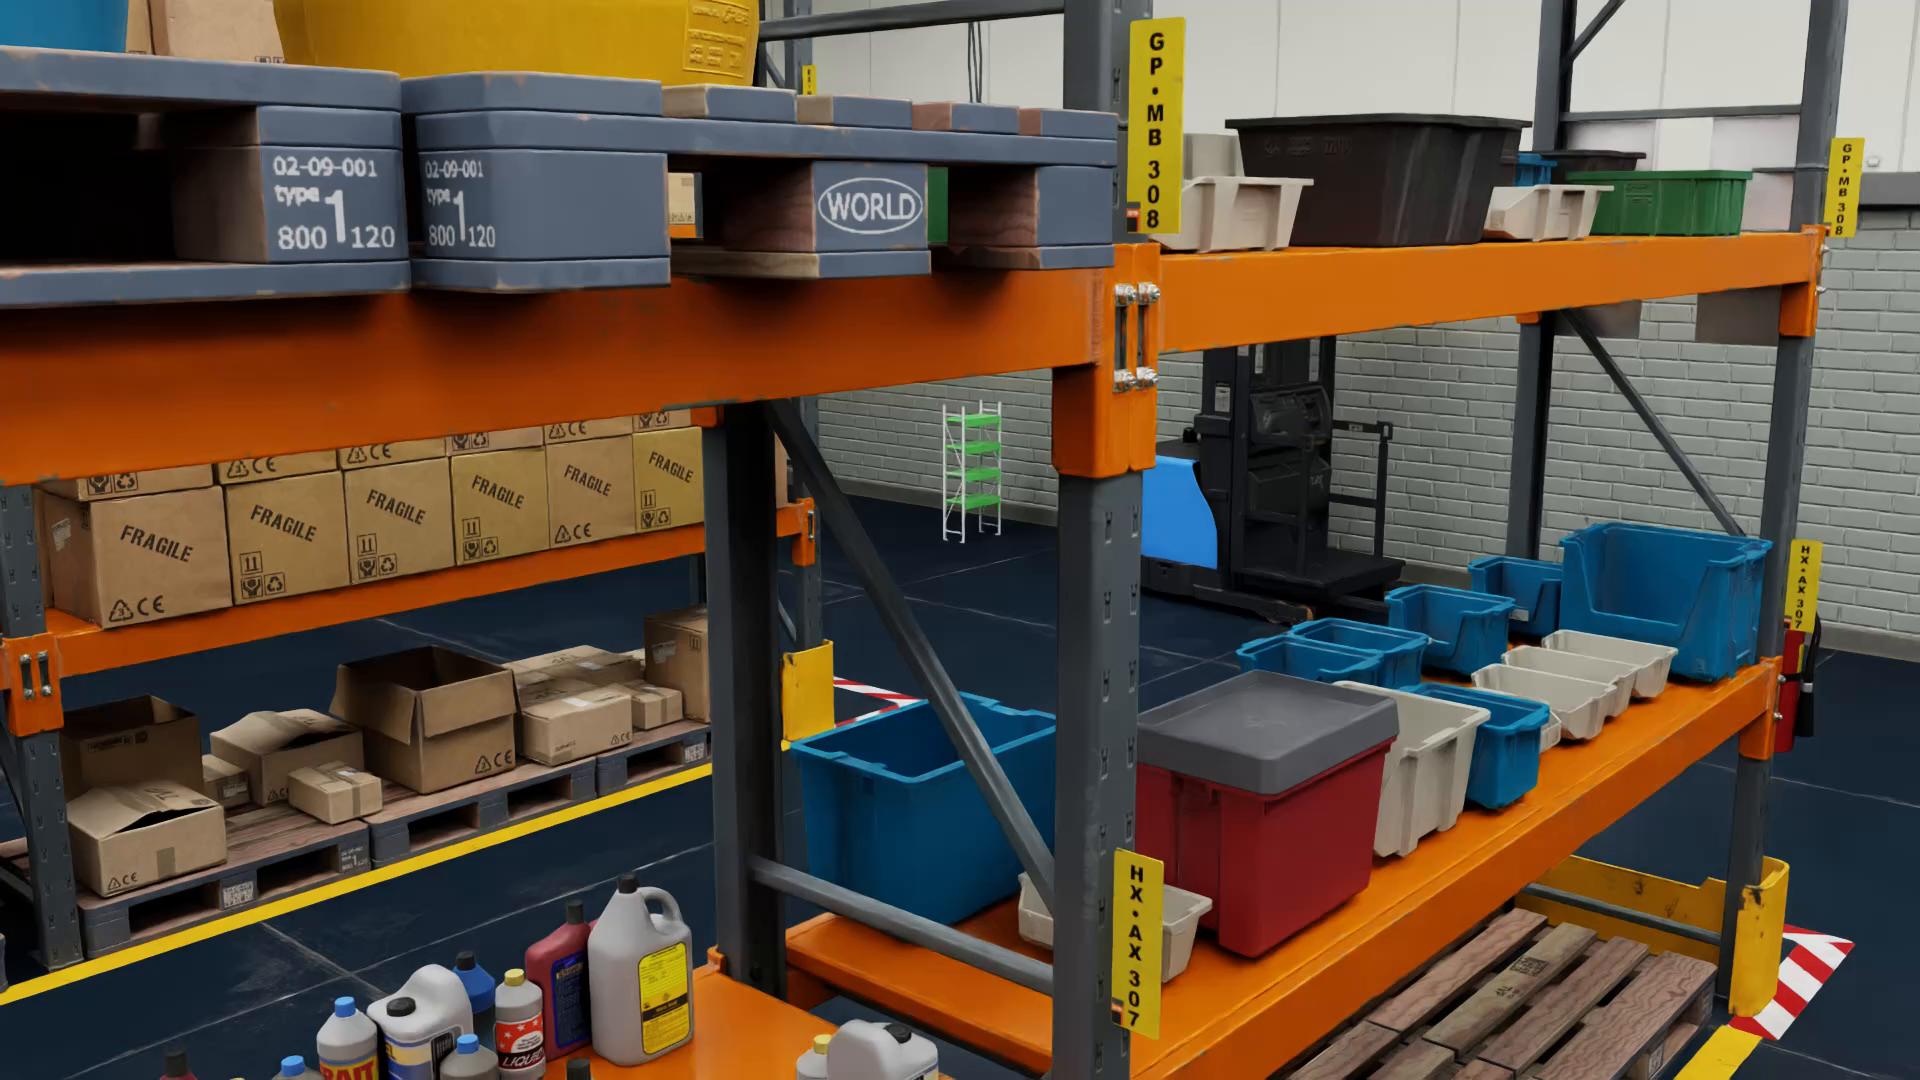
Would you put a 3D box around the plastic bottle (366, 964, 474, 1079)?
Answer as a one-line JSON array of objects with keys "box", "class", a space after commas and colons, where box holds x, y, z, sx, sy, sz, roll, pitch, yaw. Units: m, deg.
[{"box": [-0.940, 0.893, 2.896, 0.152, 0.276, 0.135, 10, 15, 40], "class": "plastic bottle"}]

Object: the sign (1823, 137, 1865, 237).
[{"box": [2.957, -1.179, 5.567, 0.100, 0.325, 0.005, 10, 15, 40], "class": "sign"}]

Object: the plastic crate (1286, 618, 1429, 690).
[{"box": [1.254, 0.412, 5.266, 0.416, 0.233, 0.300, 10, 15, 40], "class": "plastic crate"}]

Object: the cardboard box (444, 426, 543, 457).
[{"box": [-2.283, -0.681, 7.654, 0.500, 0.500, 0.500, 10, 15, 42], "class": "cardboard box"}]

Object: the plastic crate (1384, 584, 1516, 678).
[{"box": [1.689, 0.315, 5.751, 0.416, 0.233, 0.300, 10, 15, 40], "class": "plastic crate"}]

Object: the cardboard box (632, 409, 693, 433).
[{"box": [-1.605, -0.833, 8.417, 0.500, 0.500, 0.500, 10, 15, 42], "class": "cardboard box"}]

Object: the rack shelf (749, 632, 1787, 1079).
[{"box": [1.213, 0.818, 4.792, 1.077, 0.370, 4.000, 10, 15, 40], "class": "rack shelf"}]

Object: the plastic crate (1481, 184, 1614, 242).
[{"box": [1.356, -0.834, 4.244, 0.437, 0.136, 0.530, 10, 15, 40], "class": "plastic crate"}]

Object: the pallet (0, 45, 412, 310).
[{"box": [-1.298, -0.323, 1.495, 1.003, 0.211, 1.213, 10, 15, 40], "class": "pallet"}]

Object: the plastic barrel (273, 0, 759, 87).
[{"box": [-0.557, -0.849, 2.091, 0.600, 0.588, 0.600, 0, 11, 0], "class": "plastic barrel"}]

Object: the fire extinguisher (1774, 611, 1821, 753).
[{"box": [2.974, 0.429, 6.056, 0.296, 0.674, 0.183, 10, 15, 40], "class": "fire extinguisher"}]

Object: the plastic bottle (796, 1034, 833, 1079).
[{"box": [-0.230, 0.944, 2.835, 0.097, 0.201, 0.097, 0, 11, 0], "class": "plastic bottle"}]

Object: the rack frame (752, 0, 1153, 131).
[{"box": [-0.107, -2.182, 2.660, 1.000, 3.000, 0.127, 10, 15, 40], "class": "rack frame"}]

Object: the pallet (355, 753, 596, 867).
[{"box": [-2.566, 1.205, 8.138, 1.003, 0.211, 1.213, 10, 15, 40], "class": "pallet"}]

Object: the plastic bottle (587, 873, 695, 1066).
[{"box": [-0.610, 0.800, 3.174, 0.144, 0.351, 0.185, 10, 15, 40], "class": "plastic bottle"}]

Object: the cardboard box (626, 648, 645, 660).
[{"box": [-1.720, 0.730, 9.554, 0.380, 0.149, 0.250, 10, 15, 40], "class": "cardboard box"}]

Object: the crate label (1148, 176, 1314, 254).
[{"box": [0.433, -0.616, 3.153, 0.293, 0.136, 0.466, 10, 15, 40], "class": "crate label"}]

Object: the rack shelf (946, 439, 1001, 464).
[{"box": [0.109, -0.785, 14.681, 0.258, 0.148, 0.480, 10, 15, 40], "class": "rack shelf"}]

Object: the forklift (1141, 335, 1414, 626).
[{"box": [2.541, -0.930, 11.882, 1.130, 2.935, 3.031, -11, 16, -43], "class": "forklift"}]

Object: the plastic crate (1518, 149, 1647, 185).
[{"box": [2.070, -1.215, 5.810, 0.497, 0.269, 0.590, 10, 15, 40], "class": "plastic crate"}]

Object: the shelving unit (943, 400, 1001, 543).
[{"box": [0.109, -0.613, 14.716, 0.258, 1.200, 0.503, 10, 15, 40], "class": "shelving unit"}]

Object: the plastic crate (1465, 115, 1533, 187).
[{"box": [1.318, -1.080, 4.959, 0.504, 0.338, 0.767, 10, 15, 40], "class": "plastic crate"}]

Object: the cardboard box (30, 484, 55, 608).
[{"box": [-3.688, -0.037, 6.982, 0.500, 0.500, 0.500, 10, 15, 41], "class": "cardboard box"}]

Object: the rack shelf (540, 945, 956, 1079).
[{"box": [-1.427, 1.407, 1.845, 1.077, 0.370, 4.000, 10, 15, 40], "class": "rack shelf"}]

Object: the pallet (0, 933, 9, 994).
[{"box": [-4.334, 1.611, 6.107, 1.003, 0.211, 1.213, 10, 15, 40], "class": "pallet"}]

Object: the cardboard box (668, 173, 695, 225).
[{"box": [-1.664, -1.685, 8.214, 0.500, 0.250, 0.500, 10, 15, 40], "class": "cardboard box"}]

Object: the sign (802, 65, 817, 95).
[{"box": [-0.781, -2.300, 8.649, 0.100, 0.325, 0.005, 10, 15, 40], "class": "sign"}]

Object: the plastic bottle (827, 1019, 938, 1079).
[{"box": [-0.124, 0.921, 2.761, 0.152, 0.276, 0.135, 10, 15, 40], "class": "plastic bottle"}]

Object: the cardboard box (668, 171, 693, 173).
[{"box": [-1.662, -1.930, 8.164, 0.500, 0.250, 0.500, 10, 15, 40], "class": "cardboard box"}]

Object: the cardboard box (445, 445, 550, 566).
[{"box": [-2.282, -0.194, 7.768, 0.500, 0.500, 0.500, 9, 15, 40], "class": "cardboard box"}]

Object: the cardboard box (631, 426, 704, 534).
[{"box": [-1.616, -0.341, 8.503, 0.500, 0.500, 0.500, 10, 15, 41], "class": "cardboard box"}]

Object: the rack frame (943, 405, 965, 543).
[{"box": [-0.052, -0.577, 14.536, 0.240, 1.200, 0.015, 10, 15, 40], "class": "rack frame"}]

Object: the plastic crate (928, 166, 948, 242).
[{"box": [-0.054, -0.709, 3.483, 0.450, 0.188, 0.662, 10, 15, 40], "class": "plastic crate"}]

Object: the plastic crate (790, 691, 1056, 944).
[{"box": [-0.055, 0.626, 3.808, 0.392, 0.384, 0.575, 10, 15, 40], "class": "plastic crate"}]

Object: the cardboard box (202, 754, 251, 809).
[{"box": [-3.460, 1.118, 7.612, 0.380, 0.149, 0.250, 10, 15, 40], "class": "cardboard box"}]

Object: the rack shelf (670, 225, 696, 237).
[{"box": [-2.505, -1.293, 7.707, 1.077, 0.370, 4.000, 10, 15, 40], "class": "rack shelf"}]

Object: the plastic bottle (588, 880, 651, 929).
[{"box": [-0.670, 0.816, 3.266, 0.061, 0.283, 0.133, 10, 15, 40], "class": "plastic bottle"}]

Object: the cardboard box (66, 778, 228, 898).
[{"box": [-3.386, 1.188, 6.847, 0.500, 0.311, 0.500, 10, 15, 40], "class": "cardboard box"}]

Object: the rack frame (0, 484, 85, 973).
[{"box": [-3.825, 0.119, 6.457, 1.000, 3.000, 0.127, 10, 15, 40], "class": "rack frame"}]

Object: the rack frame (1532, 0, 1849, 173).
[{"box": [2.533, -2.770, 5.607, 1.000, 3.000, 0.127, 10, 15, 40], "class": "rack frame"}]

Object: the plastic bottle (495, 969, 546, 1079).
[{"box": [-0.820, 0.895, 3.078, 0.097, 0.201, 0.097, 0, 11, 0], "class": "plastic bottle"}]

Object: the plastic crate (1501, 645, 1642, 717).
[{"box": [1.929, 0.455, 5.292, 0.396, 0.136, 0.243, 10, 15, 40], "class": "plastic crate"}]

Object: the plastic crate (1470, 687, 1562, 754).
[{"box": [1.582, 0.546, 4.841, 0.298, 0.136, 0.250, 10, 15, 40], "class": "plastic crate"}]

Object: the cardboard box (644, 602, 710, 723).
[{"box": [-1.359, 0.652, 9.045, 0.500, 0.500, 0.500, 10, 15, 40], "class": "cardboard box"}]

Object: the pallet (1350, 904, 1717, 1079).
[{"box": [1.960, 1.655, 5.885, 1.003, 0.211, 1.213, 10, 15, 40], "class": "pallet"}]

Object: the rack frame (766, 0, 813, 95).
[{"box": [-1.185, -3.411, 8.816, 1.000, 3.000, 0.127, 10, 15, 40], "class": "rack frame"}]

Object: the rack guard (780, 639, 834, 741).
[{"box": [-1.235, 0.767, 9.593, 1.175, 0.500, 0.348, 10, 15, 40], "class": "rack guard"}]

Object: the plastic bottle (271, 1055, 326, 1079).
[{"box": [-1.102, 0.958, 2.764, 0.097, 0.201, 0.097, 0, 11, 0], "class": "plastic bottle"}]

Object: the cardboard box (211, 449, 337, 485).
[{"box": [-2.963, -0.529, 6.895, 0.500, 0.500, 0.500, 9, 15, 39], "class": "cardboard box"}]

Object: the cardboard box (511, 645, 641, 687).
[{"box": [-2.087, 0.780, 9.045, 0.500, 0.250, 0.500, 10, 15, 40], "class": "cardboard box"}]

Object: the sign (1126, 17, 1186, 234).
[{"box": [0.305, -0.644, 2.596, 0.100, 0.325, 0.005, 10, 15, 40], "class": "sign"}]

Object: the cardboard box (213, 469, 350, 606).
[{"box": [-2.949, -0.046, 7.026, 0.500, 0.500, 0.500, 10, 15, 41], "class": "cardboard box"}]

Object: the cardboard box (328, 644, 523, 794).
[{"box": [-2.589, 0.850, 8.046, 0.797, 0.503, 0.637, 10, 15, 40], "class": "cardboard box"}]

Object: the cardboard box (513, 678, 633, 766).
[{"box": [-2.008, 0.911, 8.390, 0.500, 0.250, 0.500, 10, 15, 40], "class": "cardboard box"}]

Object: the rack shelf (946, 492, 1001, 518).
[{"box": [0.109, -0.315, 14.775, 0.258, 0.148, 0.480, 10, 15, 40], "class": "rack shelf"}]

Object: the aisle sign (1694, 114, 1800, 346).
[{"box": [2.801, -1.076, 5.803, 0.394, 0.787, 0.004, 10, 15, 40], "class": "aisle sign"}]

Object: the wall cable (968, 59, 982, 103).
[{"box": [-0.906, -3.315, 16.259, 3.097, 2.526, 0.112, 10, 15, 40], "class": "wall cable"}]

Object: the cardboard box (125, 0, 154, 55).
[{"box": [-3.533, -1.968, 6.439, 0.700, 0.500, 0.500, 10, 15, 40], "class": "cardboard box"}]

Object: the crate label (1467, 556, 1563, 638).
[{"box": [2.123, 0.218, 6.236, 0.416, 0.233, 0.303, 10, 15, 40], "class": "crate label"}]

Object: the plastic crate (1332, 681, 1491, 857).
[{"box": [1.039, 0.588, 4.259, 0.437, 0.282, 0.530, 10, 15, 40], "class": "plastic crate"}]
